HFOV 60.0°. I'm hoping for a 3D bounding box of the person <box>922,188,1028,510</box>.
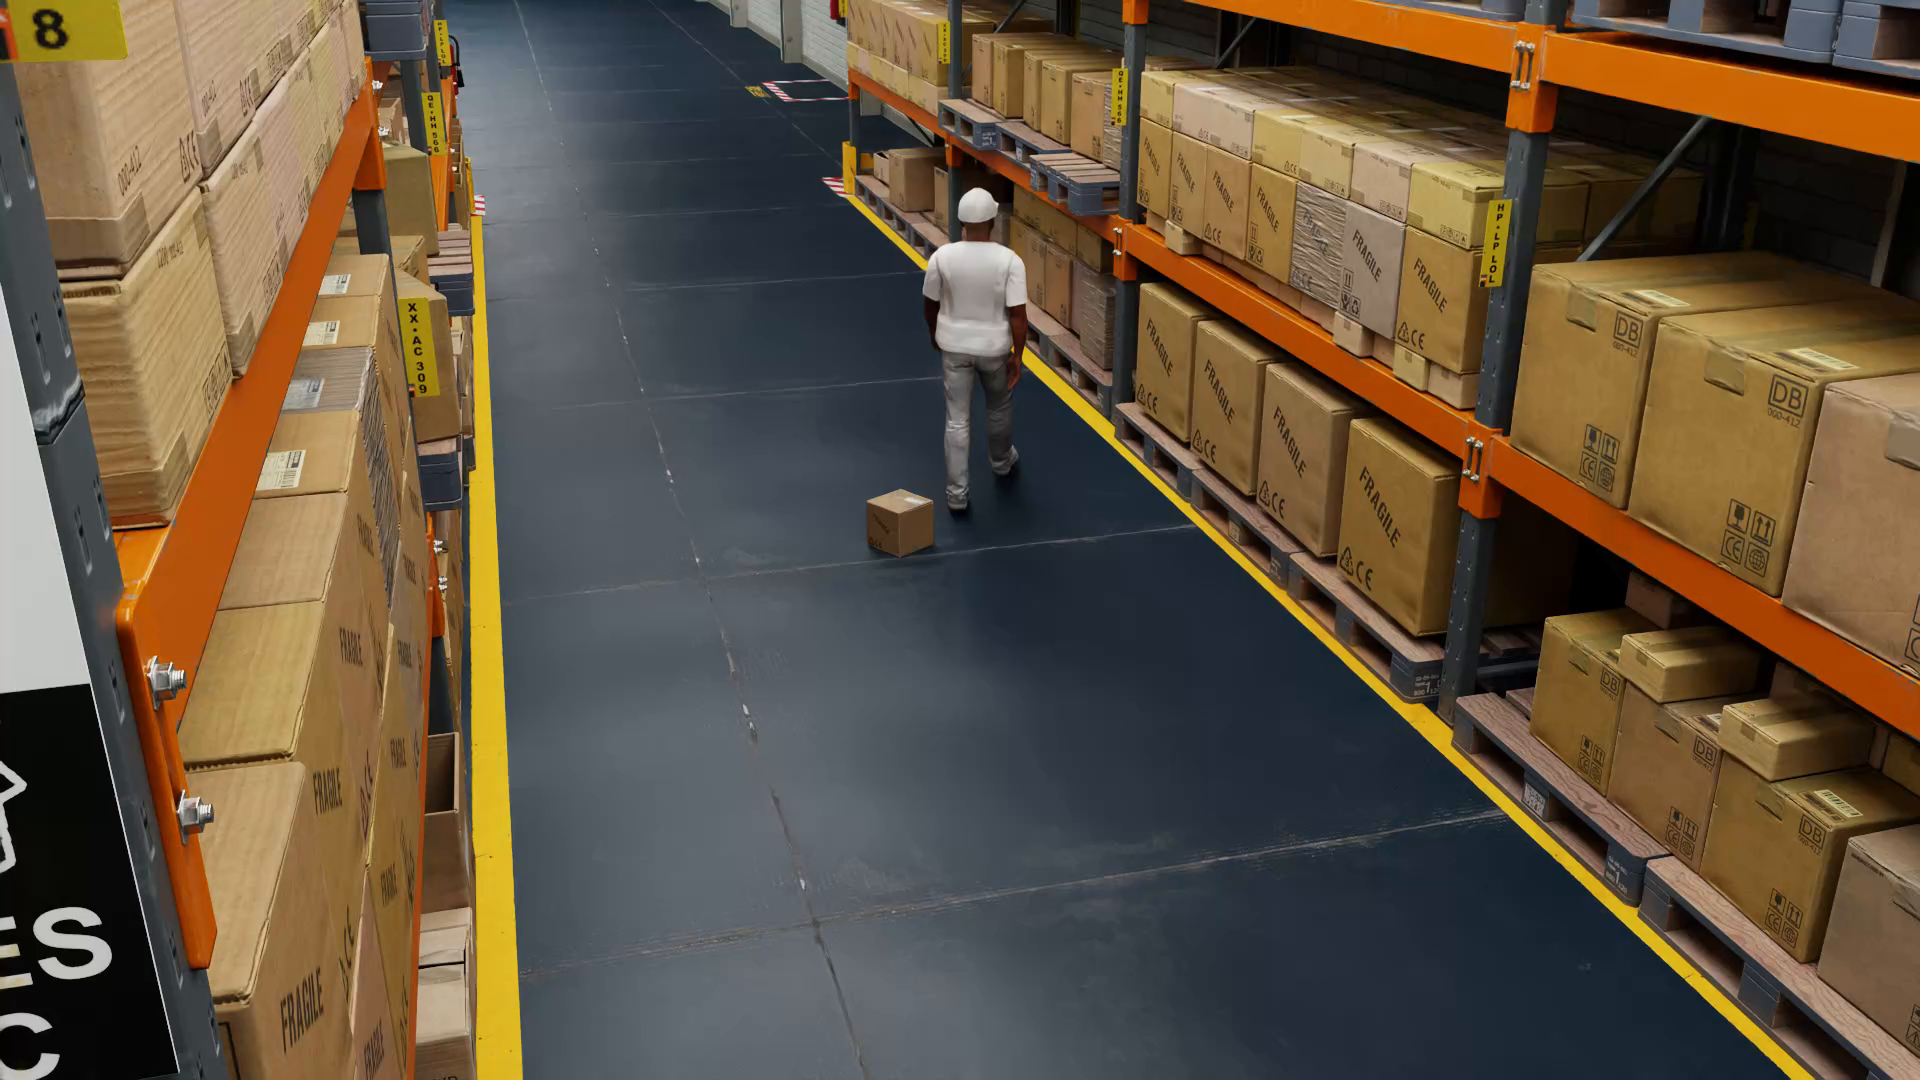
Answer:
[{"bbox_3d":[0.090,-1.107,9.175,0.572,1.725,0.925,1,23,3],"label":"person"}]
